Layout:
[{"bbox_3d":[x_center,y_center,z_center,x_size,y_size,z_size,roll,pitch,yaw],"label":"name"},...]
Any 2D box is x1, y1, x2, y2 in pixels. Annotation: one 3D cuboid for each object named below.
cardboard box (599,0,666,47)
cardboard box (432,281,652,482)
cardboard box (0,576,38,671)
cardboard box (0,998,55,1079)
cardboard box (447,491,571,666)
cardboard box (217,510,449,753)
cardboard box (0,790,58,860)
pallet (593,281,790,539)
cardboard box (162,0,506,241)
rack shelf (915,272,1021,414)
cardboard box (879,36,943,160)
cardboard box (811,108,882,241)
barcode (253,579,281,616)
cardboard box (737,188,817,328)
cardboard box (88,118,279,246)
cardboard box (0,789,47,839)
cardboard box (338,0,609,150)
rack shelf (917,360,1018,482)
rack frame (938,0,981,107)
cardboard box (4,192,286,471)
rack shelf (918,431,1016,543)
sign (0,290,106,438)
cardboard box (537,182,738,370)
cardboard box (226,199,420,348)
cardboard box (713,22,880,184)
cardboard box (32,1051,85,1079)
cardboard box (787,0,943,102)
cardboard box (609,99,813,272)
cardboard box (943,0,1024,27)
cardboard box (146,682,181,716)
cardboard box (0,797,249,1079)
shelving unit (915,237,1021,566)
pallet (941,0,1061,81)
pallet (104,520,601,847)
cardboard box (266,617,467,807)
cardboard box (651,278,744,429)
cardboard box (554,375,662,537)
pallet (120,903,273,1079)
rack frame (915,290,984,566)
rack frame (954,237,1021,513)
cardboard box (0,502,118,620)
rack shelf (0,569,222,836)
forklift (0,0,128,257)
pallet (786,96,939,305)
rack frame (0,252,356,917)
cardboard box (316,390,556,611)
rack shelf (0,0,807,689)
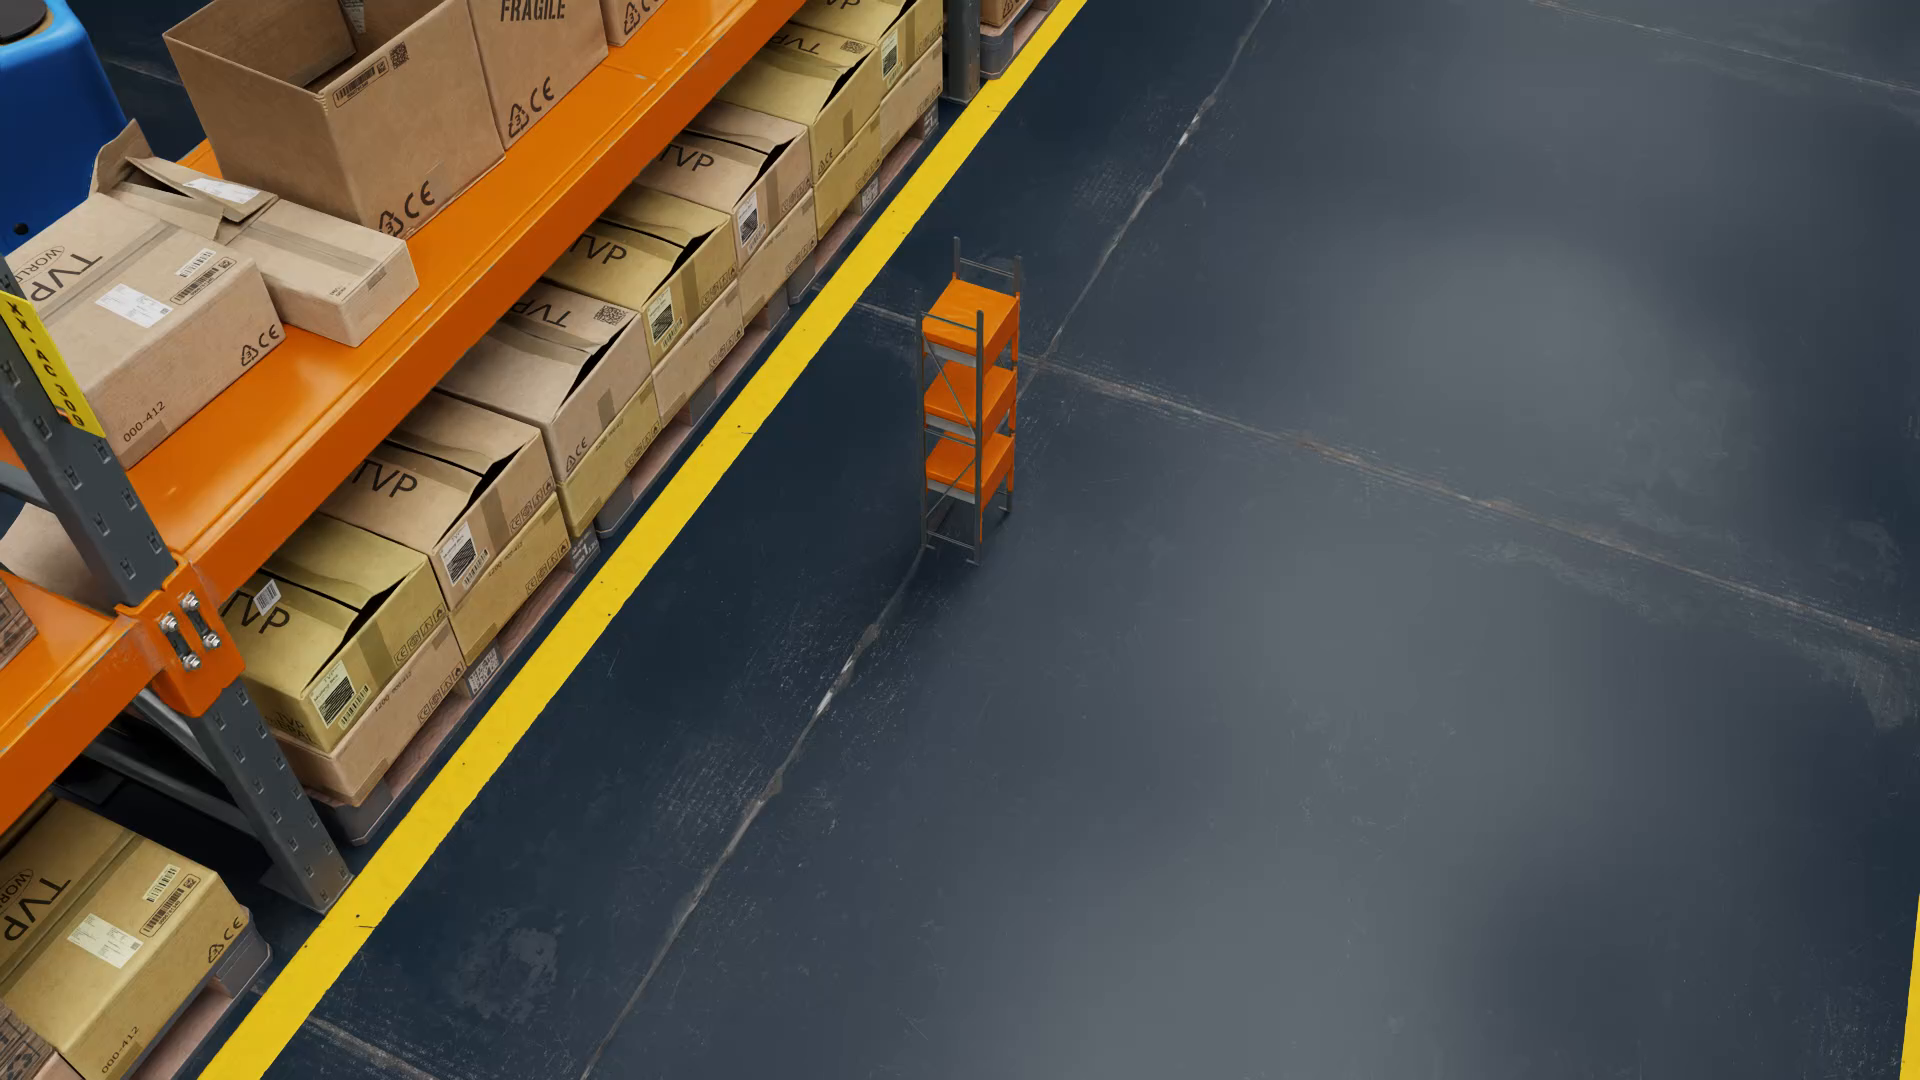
[{"bbox_3d":[-1.098,-1.807,4.753,0.500,0.500,0.500,17,52,14],"label":"cardboard box"},{"bbox_3d":[-1.264,-0.511,4.877,0.500,0.311,0.500,18,52,15],"label":"cardboard box"},{"bbox_3d":[-2.289,0.094,3.135,0.700,0.500,0.500,19,52,15],"label":"cardboard box"},{"bbox_3d":[-2.330,1.062,3.414,0.500,0.500,0.500,20,52,16],"label":"cardboard box"},{"bbox_3d":[-1.489,0.025,4.789,0.500,0.250,0.500,21,53,17],"label":"cardboard box"},{"bbox_3d":[-1.703,0.188,4.282,0.500,0.311,0.500,20,52,16],"label":"cardboard box"},{"bbox_3d":[-2.577,0.794,4.134,0.500,0.250,0.500,20,52,16],"label":"cardboard box"},{"bbox_3d":[-1.305,-0.641,5.657,1.003,0.211,1.213,20,52,16],"label":"pallet"},{"bbox_3d":[-1.537,-1.100,4.151,0.500,0.500,0.500,23,53,19],"label":"cardboard box"},{"bbox_3d":[0.023,-0.554,4.673,0.215,0.259,0.240,20,52,16],"label":"rack shelf"},{"bbox_3d":[-0.400,-1.739,6.290,0.500,0.250,0.500,21,53,17],"label":"cardboard box"},{"bbox_3d":[-0.617,-1.383,5.987,0.500,0.250,0.500,19,52,16],"label":"cardboard box"},{"bbox_3d":[-1.619,0.135,3.888,0.001,0.075,0.075,20,52,16],"label":"barcode"},{"bbox_3d":[-0.835,-1.038,5.693,0.500,0.250,0.500,21,53,17],"label":"cardboard box"},{"bbox_3d":[-1.895,-0.803,4.052,0.396,0.266,0.258,19,52,15],"label":"cardboard box"},{"bbox_3d":[-2.586,0.548,3.851,0.500,0.500,0.500,20,52,16],"label":"cardboard box"},{"bbox_3d":[-1.323,-1.445,4.444,0.500,0.500,0.500,20,52,16],"label":"cardboard box"},{"bbox_3d":[0.023,-0.370,4.890,0.215,0.259,0.240,20,52,16],"label":"rack shelf"},{"bbox_3d":[-0.396,-2.936,5.778,1.000,3.000,0.127,20,52,16],"label":"rack frame"},{"bbox_3d":[-1.934,-0.486,3.792,0.500,0.250,0.500,23,53,18],"label":"cardboard box"},{"bbox_3d":[0.023,-0.190,5.101,0.215,0.259,0.240,20,52,16],"label":"rack shelf"},{"bbox_3d":[-1.602,-0.308,2.922,0.100,0.325,0.005,20,52,16],"label":"sign"},{"bbox_3d":[-1.047,-0.871,5.183,0.500,0.311,0.500,21,53,17],"label":"cardboard box"},{"bbox_3d":[-1.541,-0.644,3.993,0.380,0.149,0.250,20,52,16],"label":"cardboard box"},{"bbox_3d":[-0.613,-1.562,5.771,0.500,0.311,0.500,19,52,16],"label":"cardboard box"},{"bbox_3d":[-2.328,1.305,3.700,0.500,0.250,0.500,20,52,16],"label":"cardboard box"},{"bbox_3d":[-0.397,-1.922,6.077,0.500,0.311,0.500,21,53,17],"label":"cardboard box"},{"bbox_3d":[-0.831,-1.215,5.476,0.500,0.311,0.500,19,52,16],"label":"cardboard box"},{"bbox_3d":[0.057,-2.489,6.750,0.500,0.500,0.500,22,53,18],"label":"cardboard box"},{"bbox_3d":[-2.190,0.194,4.645,0.500,0.250,0.500,19,52,16],"label":"cardboard box"},{"bbox_3d":[-2.105,0.964,3.990,0.500,0.250,0.500,20,52,16],"label":"cardboard box"},{"bbox_3d":[0.023,-0.377,4.882,0.215,1.050,0.252,20,52,16],"label":"shelving unit"},{"bbox_3d":[-0.043,-2.534,7.267,1.003,0.211,1.213,20,52,16],"label":"pallet"},{"bbox_3d":[-1.825,0.202,4.939,1.003,0.211,1.213,20,52,16],"label":"pallet"},{"bbox_3d":[-1.709,0.377,4.490,0.500,0.250,0.500,19,52,15],"label":"cardboard box"},{"bbox_3d":[-1.052,-0.683,5.391,0.500,0.250,0.500,21,53,17],"label":"cardboard box"},{"bbox_3d":[-1.270,-0.333,5.093,0.500,0.250,0.500,18,52,15],"label":"cardboard box"},{"bbox_3d":[-2.483,1.256,4.042,1.003,0.211,1.213,20,52,16],"label":"pallet"},{"bbox_3d":[-0.029,-0.293,4.810,0.200,1.050,0.008,20,52,16],"label":"rack frame"},{"bbox_3d":[0.075,-0.461,4.953,0.200,1.050,0.008,20,52,16],"label":"rack frame"},{"bbox_3d":[-2.191,0.020,4.425,0.500,0.311,0.500,20,52,16],"label":"cardboard box"},{"bbox_3d":[-2.959,1.429,2.537,1.077,0.370,4.000,20,52,16],"label":"rack shelf"},{"bbox_3d":[-4.041,-2.534,5.482,1.130,2.935,3.031,-30,56,-23],"label":"forklift"},{"bbox_3d":[-0.783,-1.478,6.369,1.003,0.211,1.213,20,52,16],"label":"pallet"},{"bbox_3d":[-2.105,-0.181,3.435,1.000,3.000,0.127,20,52,16],"label":"rack frame"},{"bbox_3d":[-1.484,-0.155,4.573,0.500,0.311,0.500,19,52,16],"label":"cardboard box"},{"bbox_3d":[-1.250,-1.325,4.881,1.077,0.370,4.000,20,52,16],"label":"rack shelf"}]
